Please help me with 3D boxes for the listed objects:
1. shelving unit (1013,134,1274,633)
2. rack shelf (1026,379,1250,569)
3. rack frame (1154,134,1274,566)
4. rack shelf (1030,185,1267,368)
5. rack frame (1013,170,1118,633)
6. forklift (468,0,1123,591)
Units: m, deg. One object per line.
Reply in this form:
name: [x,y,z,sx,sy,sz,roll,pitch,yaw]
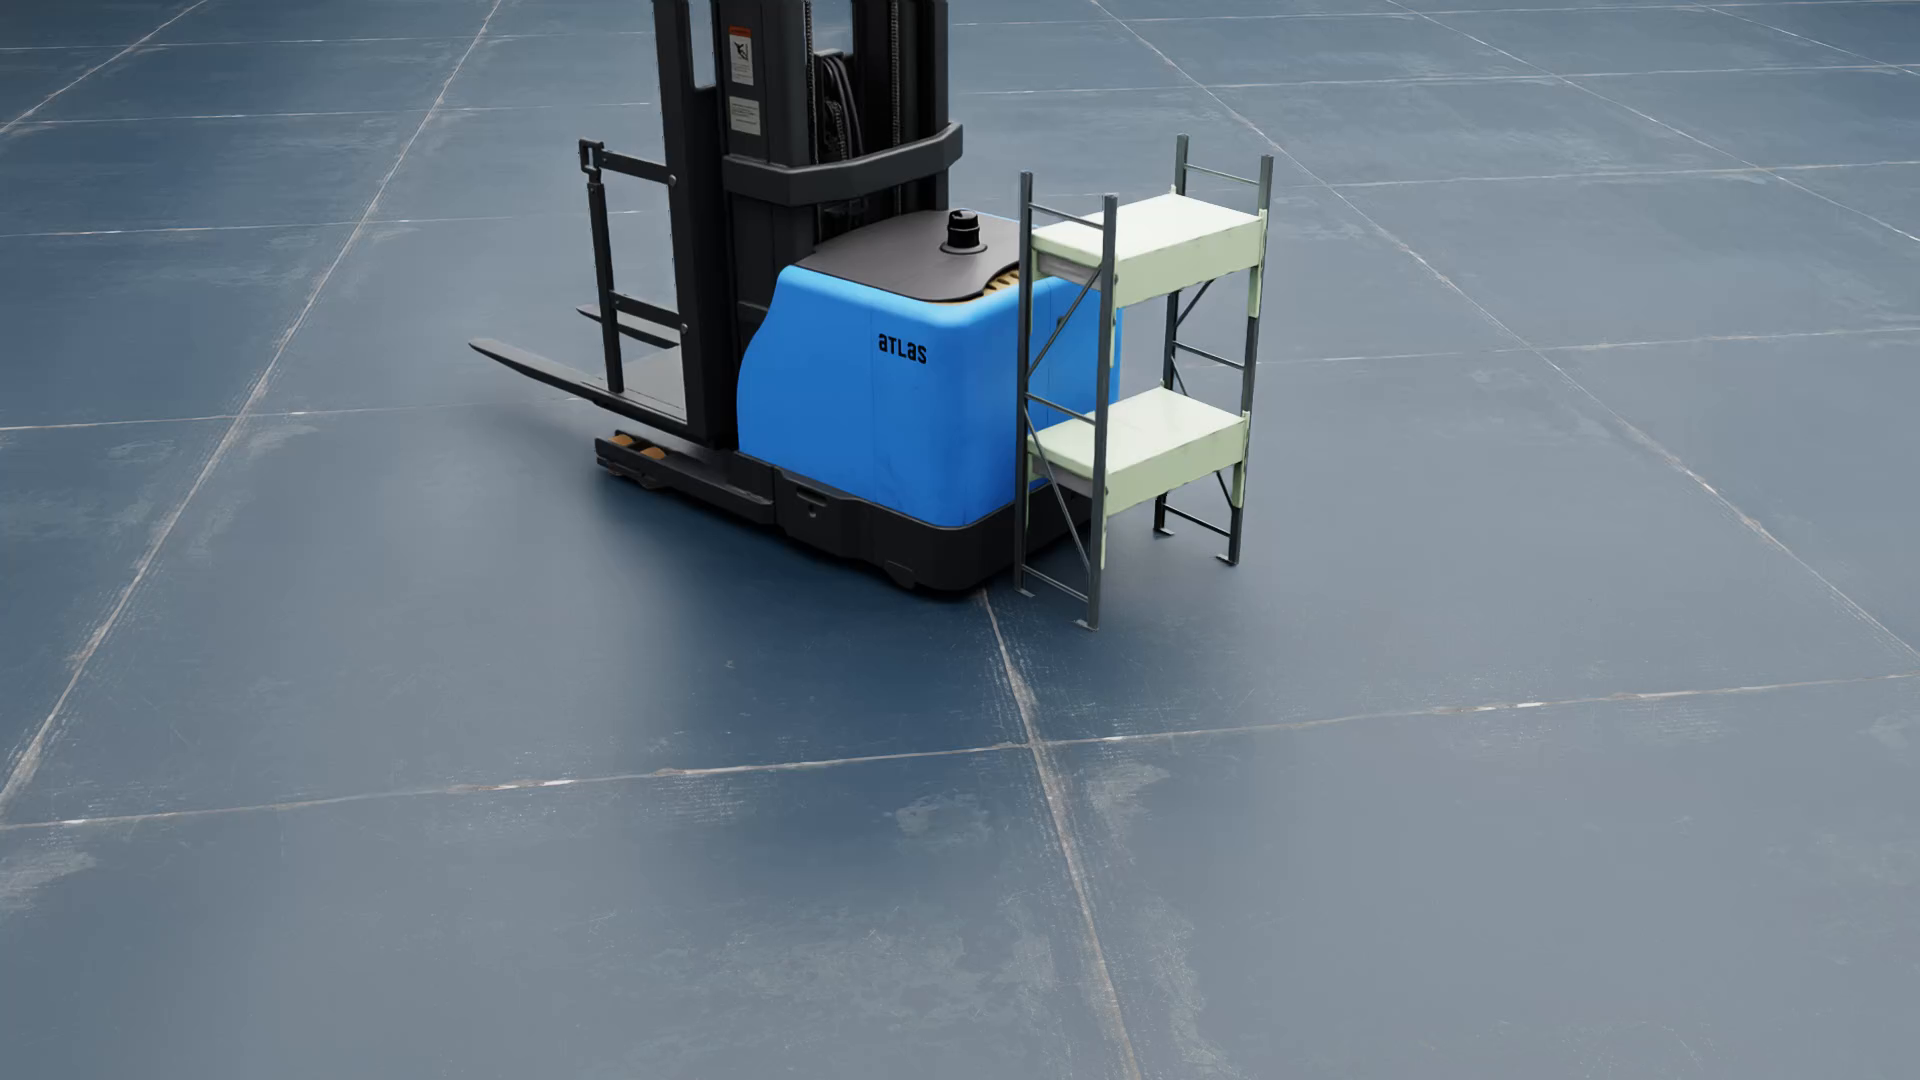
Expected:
shelving unit: [0.604,-0.534,5.649,0.755,1.500,0.431,-22,34,-36]
rack shelf: [0.604,-0.244,5.797,0.720,0.370,0.431,-22,34,-36]
rack frame: [0.878,-0.645,5.864,0.023,1.500,0.400,-22,34,-36]
rack shelf: [0.604,-0.882,5.470,0.720,0.370,0.431,-22,34,-36]
rack frame: [0.330,-0.424,5.433,0.023,1.500,0.400,-22,34,-36]
forklift: [-0.845,-1.670,6.295,3.031,2.935,1.130,21,34,35]
